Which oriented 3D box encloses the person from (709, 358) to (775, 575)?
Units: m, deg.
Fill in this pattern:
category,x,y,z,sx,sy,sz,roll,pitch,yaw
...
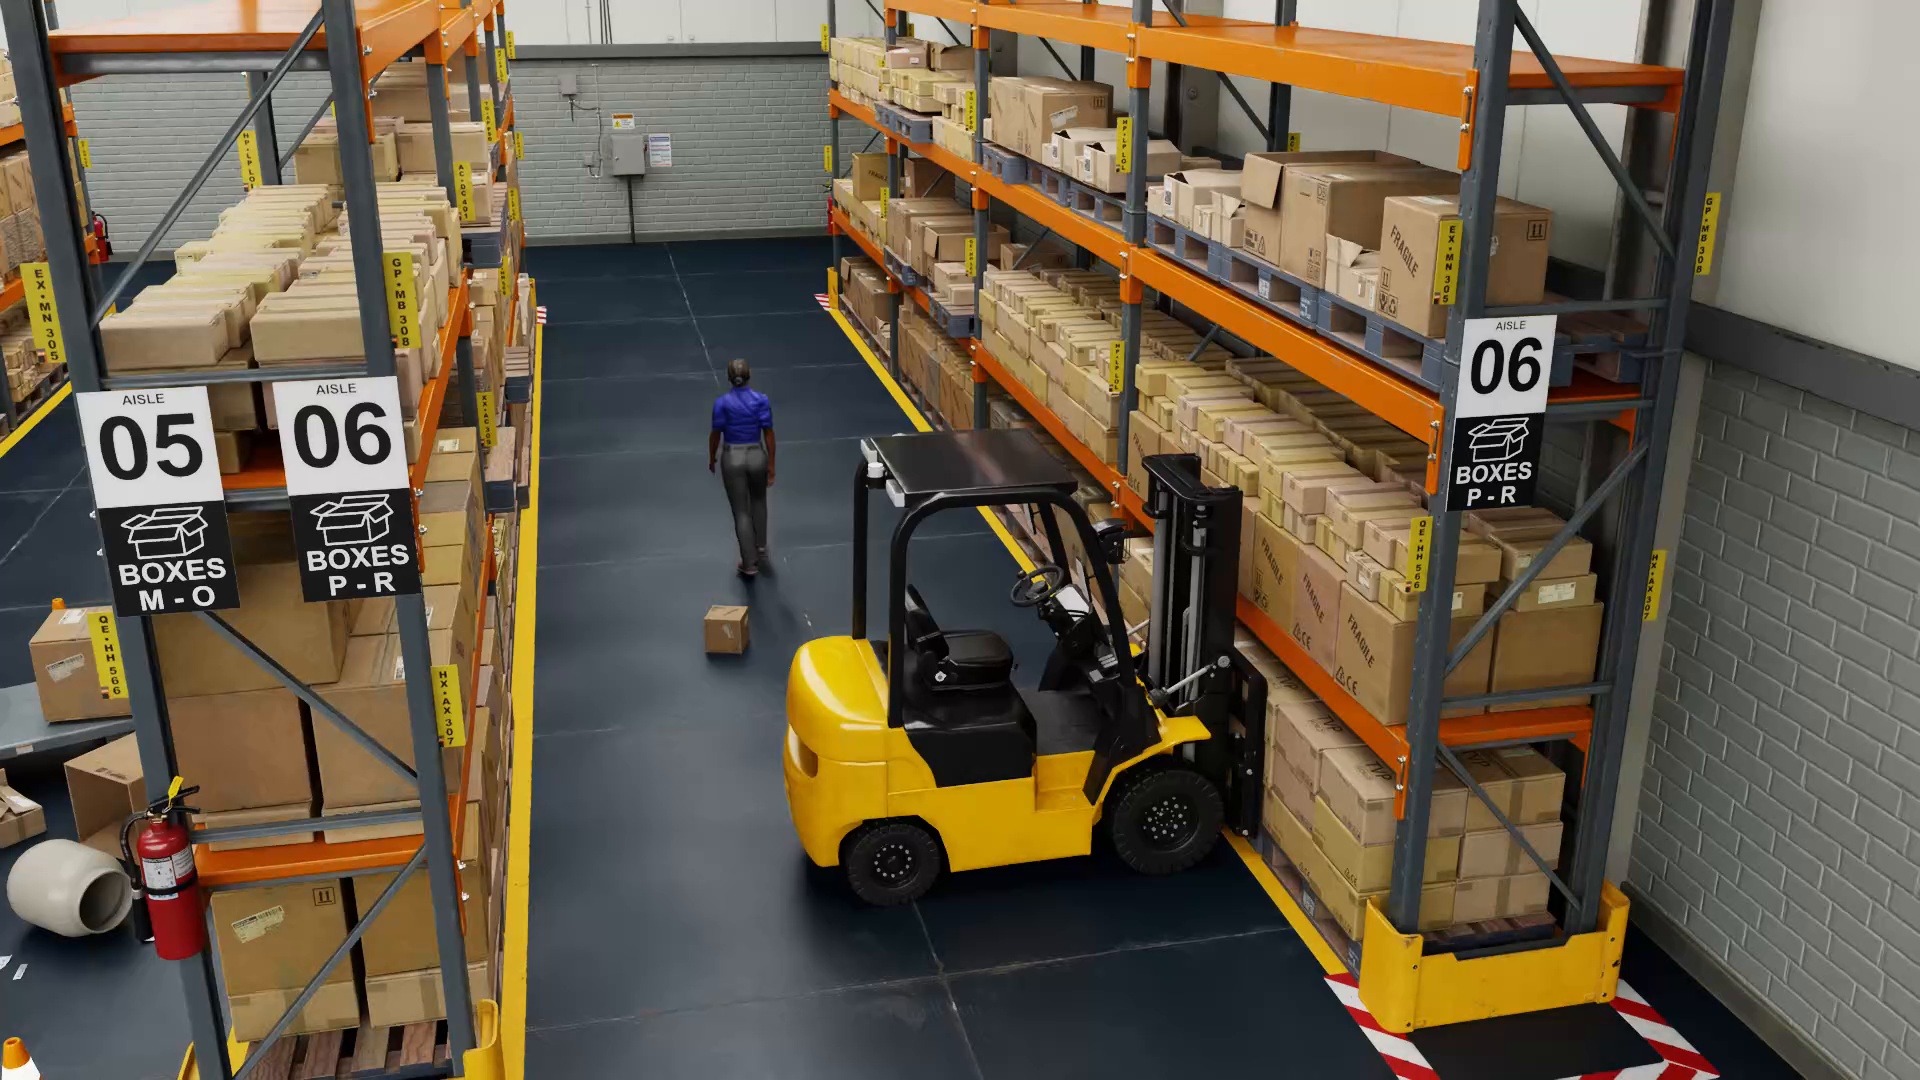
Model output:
category,x,y,z,sx,sy,sz,roll,pitch,yaw
person,-1.653,-0.540,12.661,0.465,1.730,0.655,-7,21,-19
